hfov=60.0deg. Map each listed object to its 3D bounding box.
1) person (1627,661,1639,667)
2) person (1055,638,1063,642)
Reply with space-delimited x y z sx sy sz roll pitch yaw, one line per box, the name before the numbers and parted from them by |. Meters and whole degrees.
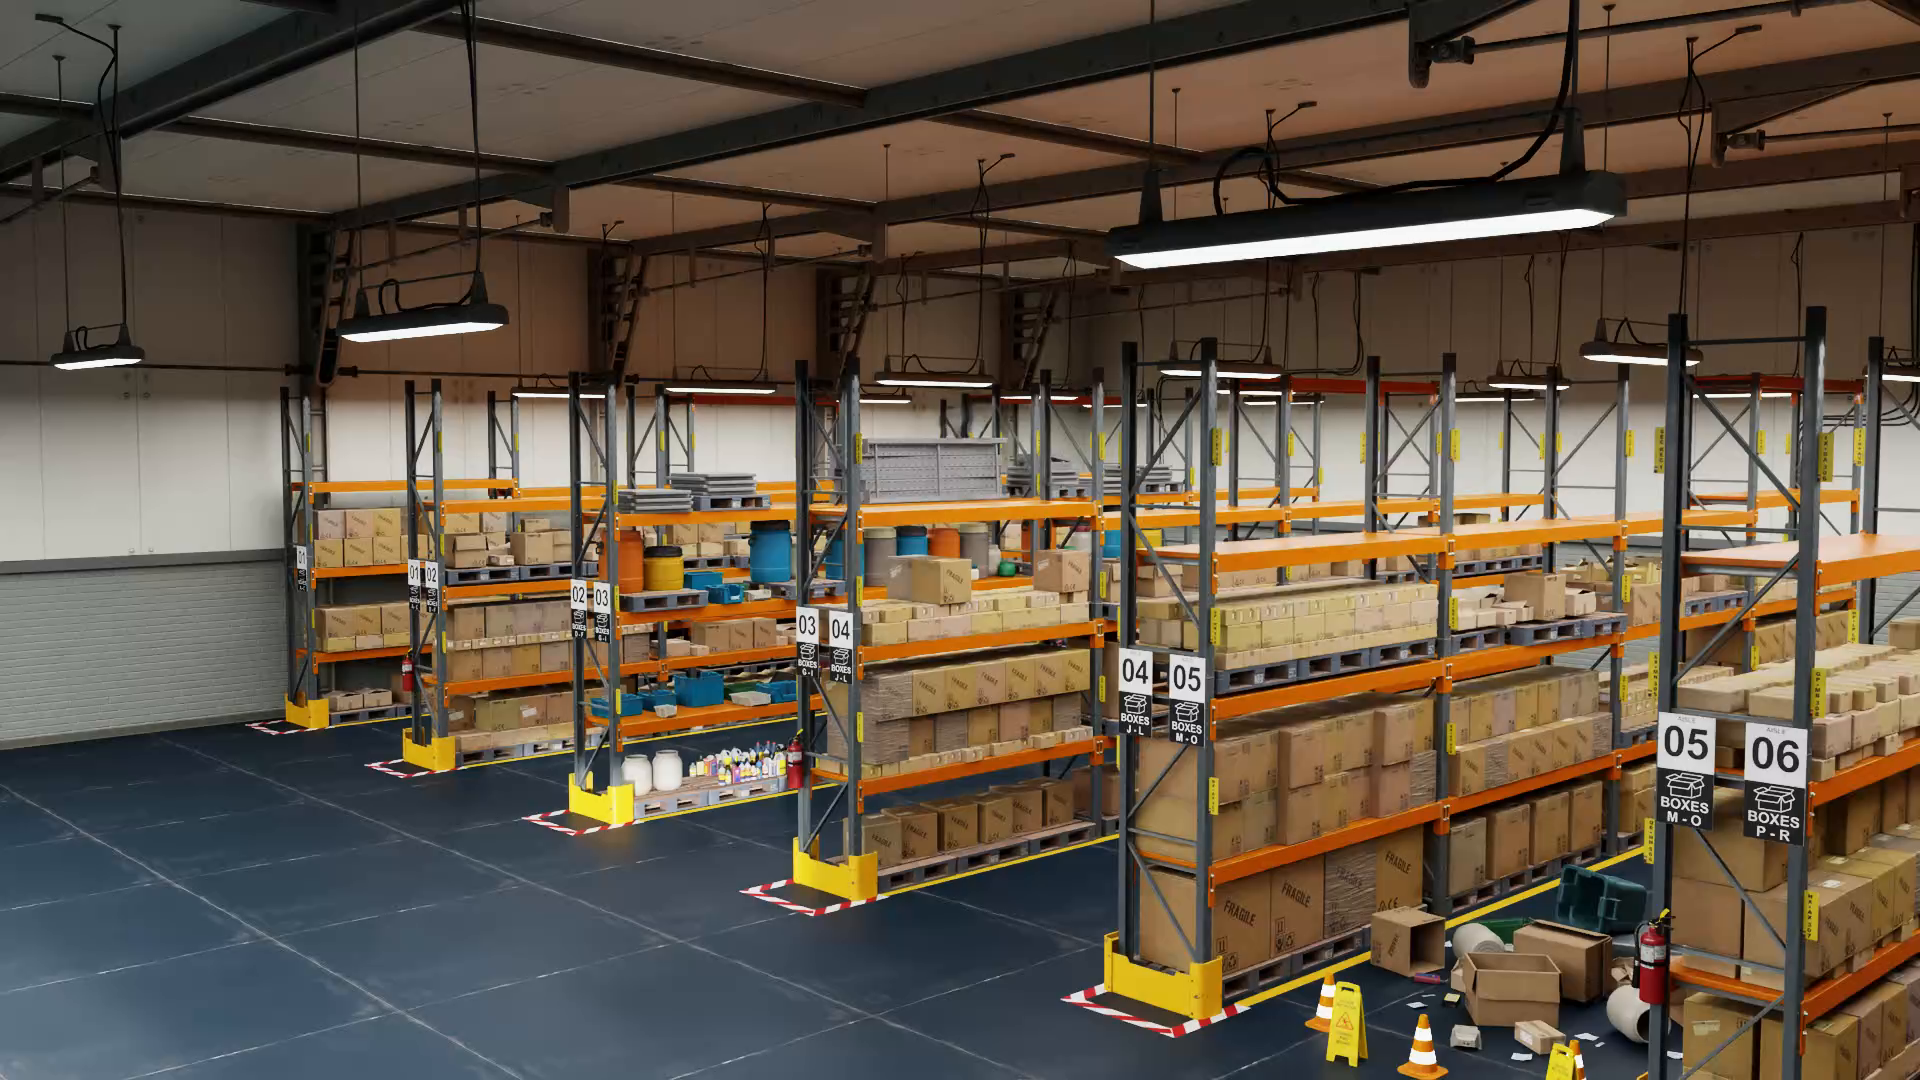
person | 10.175 2.697 25.203 0.698 1.729 0.669 3 5 42
person | 2.047 1.940 32.725 0.582 1.727 0.867 3 5 36
